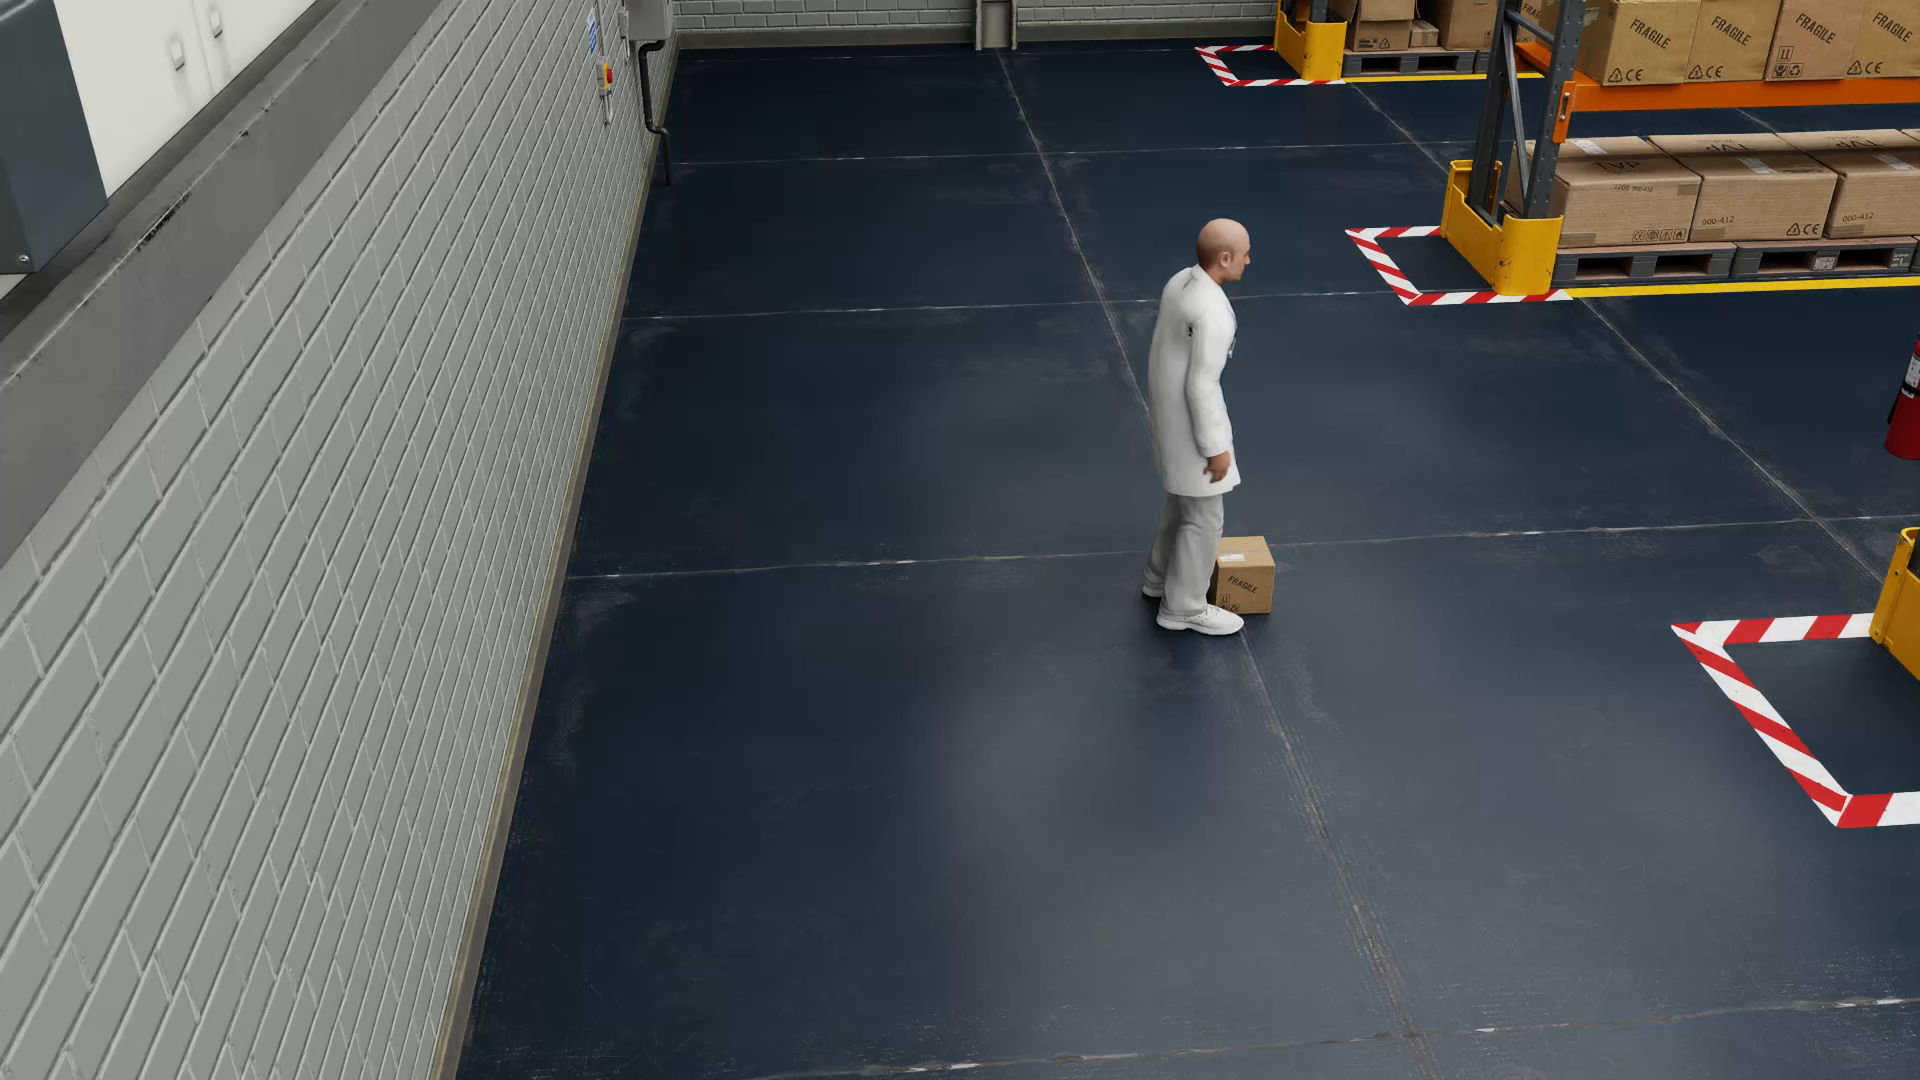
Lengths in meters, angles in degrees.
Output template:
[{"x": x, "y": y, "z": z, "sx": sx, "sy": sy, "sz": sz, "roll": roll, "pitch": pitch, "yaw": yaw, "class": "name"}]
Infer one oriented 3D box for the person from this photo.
[{"x": 0.994, "y": -0.481, "z": 6.956, "sx": 0.426, "sy": 1.774, "sz": 0.644, "roll": -3, "pitch": 31, "yaw": -4, "class": "person"}]
